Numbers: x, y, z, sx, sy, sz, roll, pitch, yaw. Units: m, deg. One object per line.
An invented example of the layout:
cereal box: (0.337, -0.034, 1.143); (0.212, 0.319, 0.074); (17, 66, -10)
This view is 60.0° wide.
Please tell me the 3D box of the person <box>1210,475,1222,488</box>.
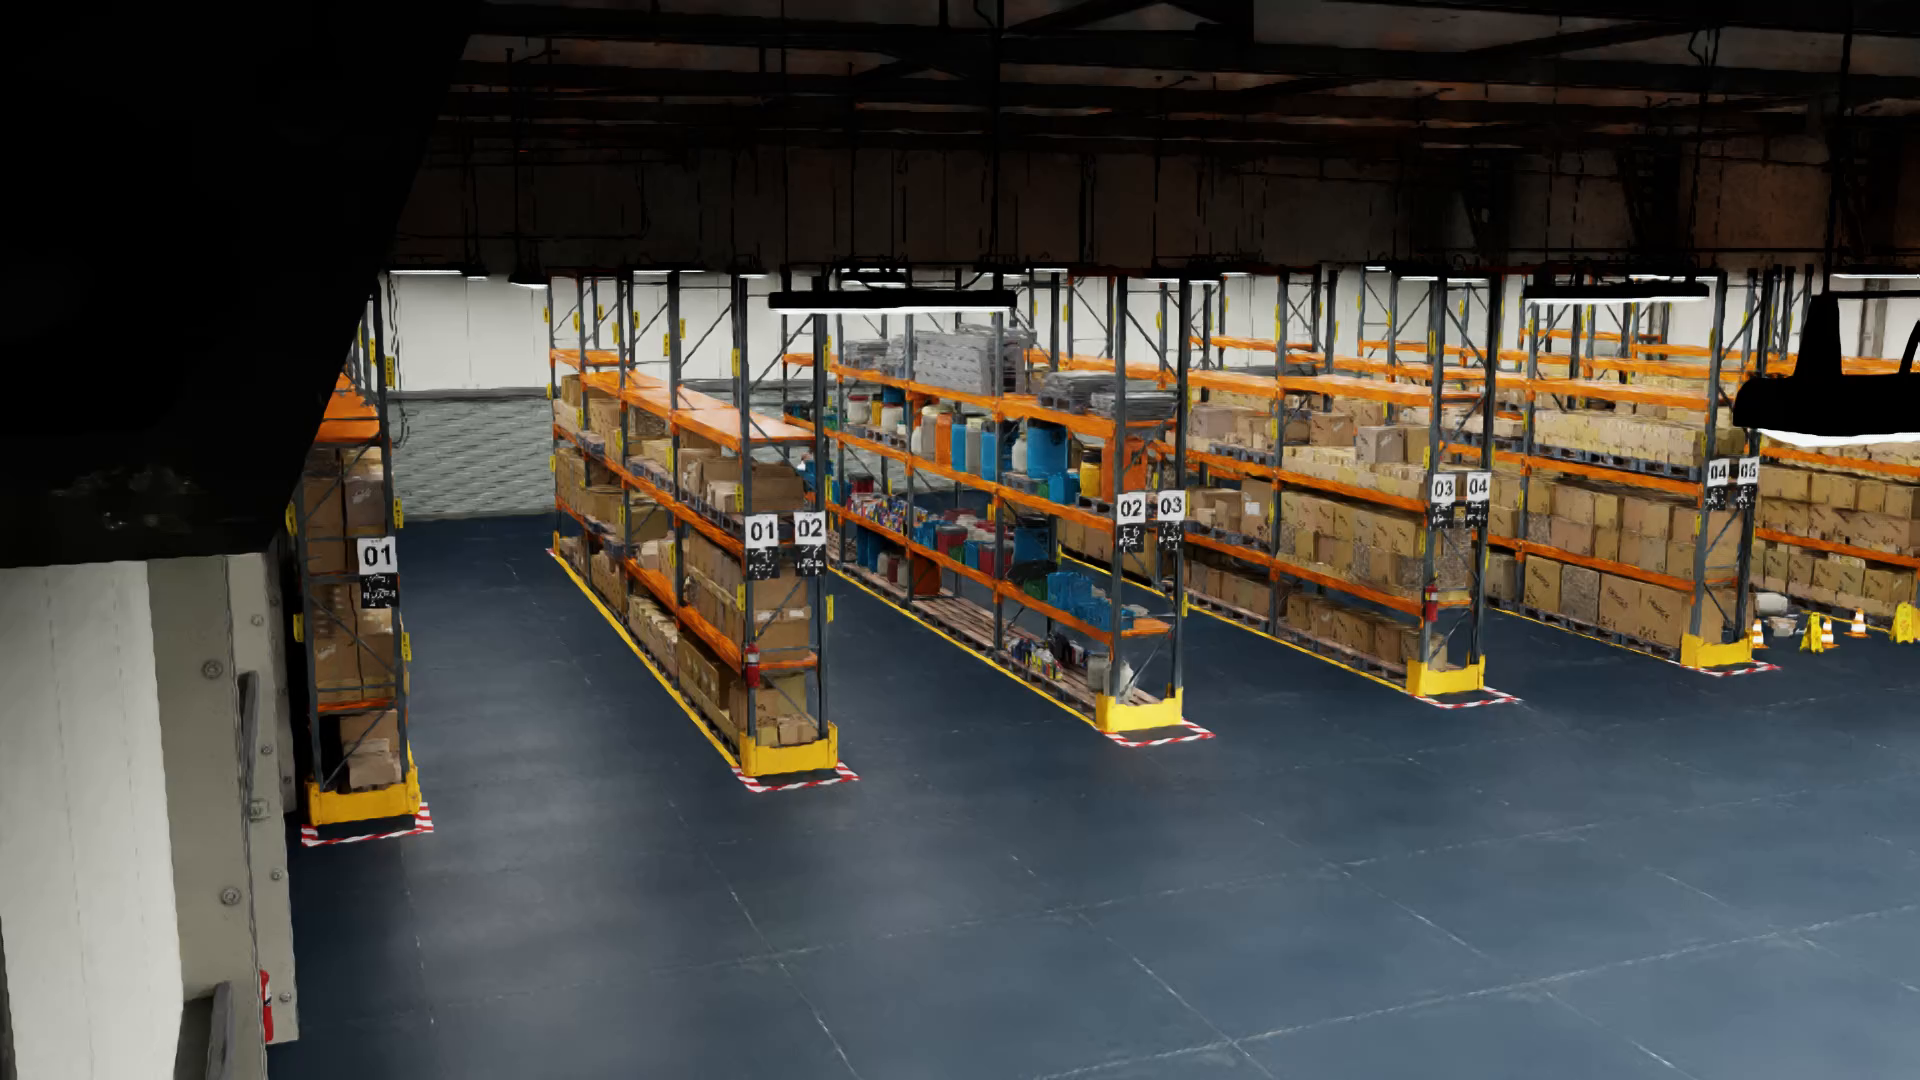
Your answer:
person: (6.763, -2.008, 43.303); (0.556, 1.669, 1.030); (-4, 11, -22)

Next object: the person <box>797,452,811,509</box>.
person: (-3.545, -1.122, 37.928); (0.523, 1.784, 0.626); (3, 10, 17)

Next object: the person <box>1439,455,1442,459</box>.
person: (10.726, -1.081, 37.607); (0.594, 1.785, 0.670); (0, 10, -3)
